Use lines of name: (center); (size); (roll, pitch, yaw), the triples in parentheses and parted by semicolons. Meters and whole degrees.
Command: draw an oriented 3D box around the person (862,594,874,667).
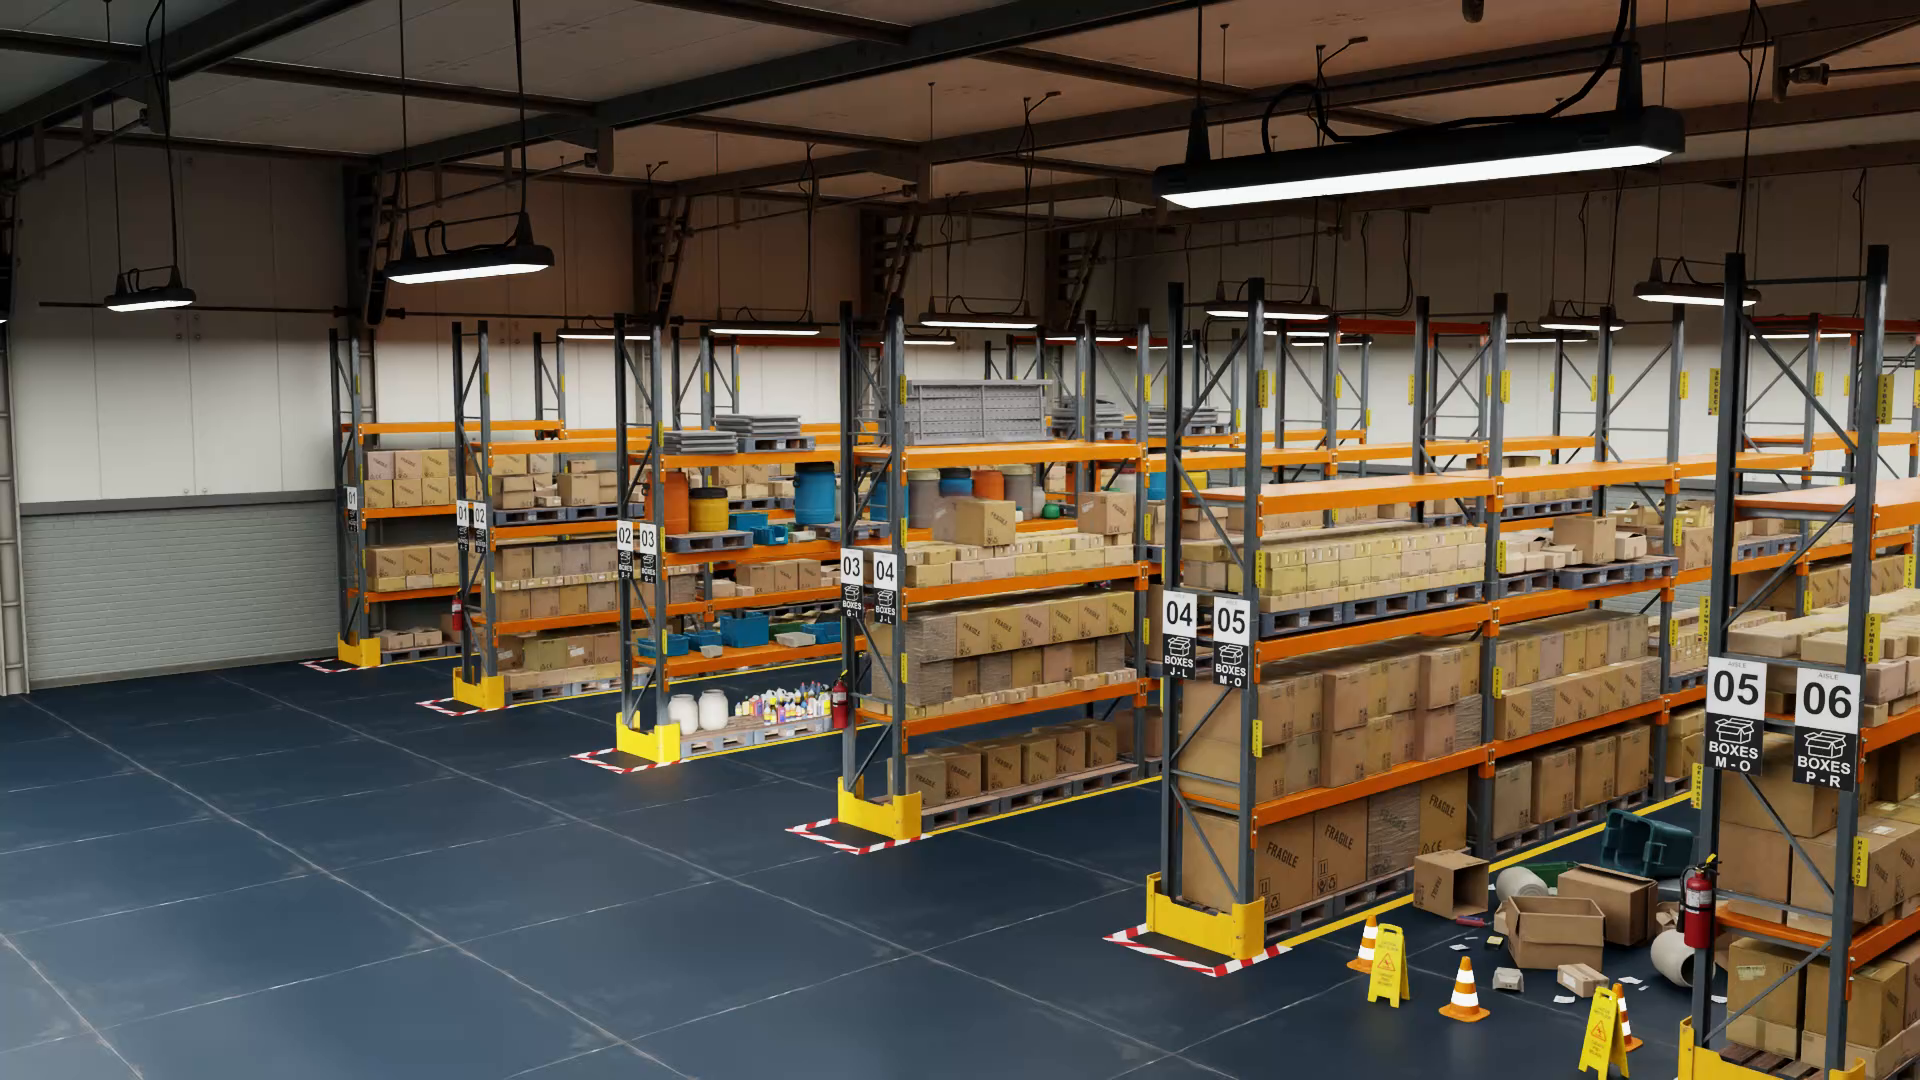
person: (-1.388, 1.626, 27.793); (0.738, 1.603, 0.533); (-3, 7, -31)

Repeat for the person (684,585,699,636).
person: (-5.003, 1.326, 30.839); (0.658, 1.594, 0.567); (-5, 8, -43)
